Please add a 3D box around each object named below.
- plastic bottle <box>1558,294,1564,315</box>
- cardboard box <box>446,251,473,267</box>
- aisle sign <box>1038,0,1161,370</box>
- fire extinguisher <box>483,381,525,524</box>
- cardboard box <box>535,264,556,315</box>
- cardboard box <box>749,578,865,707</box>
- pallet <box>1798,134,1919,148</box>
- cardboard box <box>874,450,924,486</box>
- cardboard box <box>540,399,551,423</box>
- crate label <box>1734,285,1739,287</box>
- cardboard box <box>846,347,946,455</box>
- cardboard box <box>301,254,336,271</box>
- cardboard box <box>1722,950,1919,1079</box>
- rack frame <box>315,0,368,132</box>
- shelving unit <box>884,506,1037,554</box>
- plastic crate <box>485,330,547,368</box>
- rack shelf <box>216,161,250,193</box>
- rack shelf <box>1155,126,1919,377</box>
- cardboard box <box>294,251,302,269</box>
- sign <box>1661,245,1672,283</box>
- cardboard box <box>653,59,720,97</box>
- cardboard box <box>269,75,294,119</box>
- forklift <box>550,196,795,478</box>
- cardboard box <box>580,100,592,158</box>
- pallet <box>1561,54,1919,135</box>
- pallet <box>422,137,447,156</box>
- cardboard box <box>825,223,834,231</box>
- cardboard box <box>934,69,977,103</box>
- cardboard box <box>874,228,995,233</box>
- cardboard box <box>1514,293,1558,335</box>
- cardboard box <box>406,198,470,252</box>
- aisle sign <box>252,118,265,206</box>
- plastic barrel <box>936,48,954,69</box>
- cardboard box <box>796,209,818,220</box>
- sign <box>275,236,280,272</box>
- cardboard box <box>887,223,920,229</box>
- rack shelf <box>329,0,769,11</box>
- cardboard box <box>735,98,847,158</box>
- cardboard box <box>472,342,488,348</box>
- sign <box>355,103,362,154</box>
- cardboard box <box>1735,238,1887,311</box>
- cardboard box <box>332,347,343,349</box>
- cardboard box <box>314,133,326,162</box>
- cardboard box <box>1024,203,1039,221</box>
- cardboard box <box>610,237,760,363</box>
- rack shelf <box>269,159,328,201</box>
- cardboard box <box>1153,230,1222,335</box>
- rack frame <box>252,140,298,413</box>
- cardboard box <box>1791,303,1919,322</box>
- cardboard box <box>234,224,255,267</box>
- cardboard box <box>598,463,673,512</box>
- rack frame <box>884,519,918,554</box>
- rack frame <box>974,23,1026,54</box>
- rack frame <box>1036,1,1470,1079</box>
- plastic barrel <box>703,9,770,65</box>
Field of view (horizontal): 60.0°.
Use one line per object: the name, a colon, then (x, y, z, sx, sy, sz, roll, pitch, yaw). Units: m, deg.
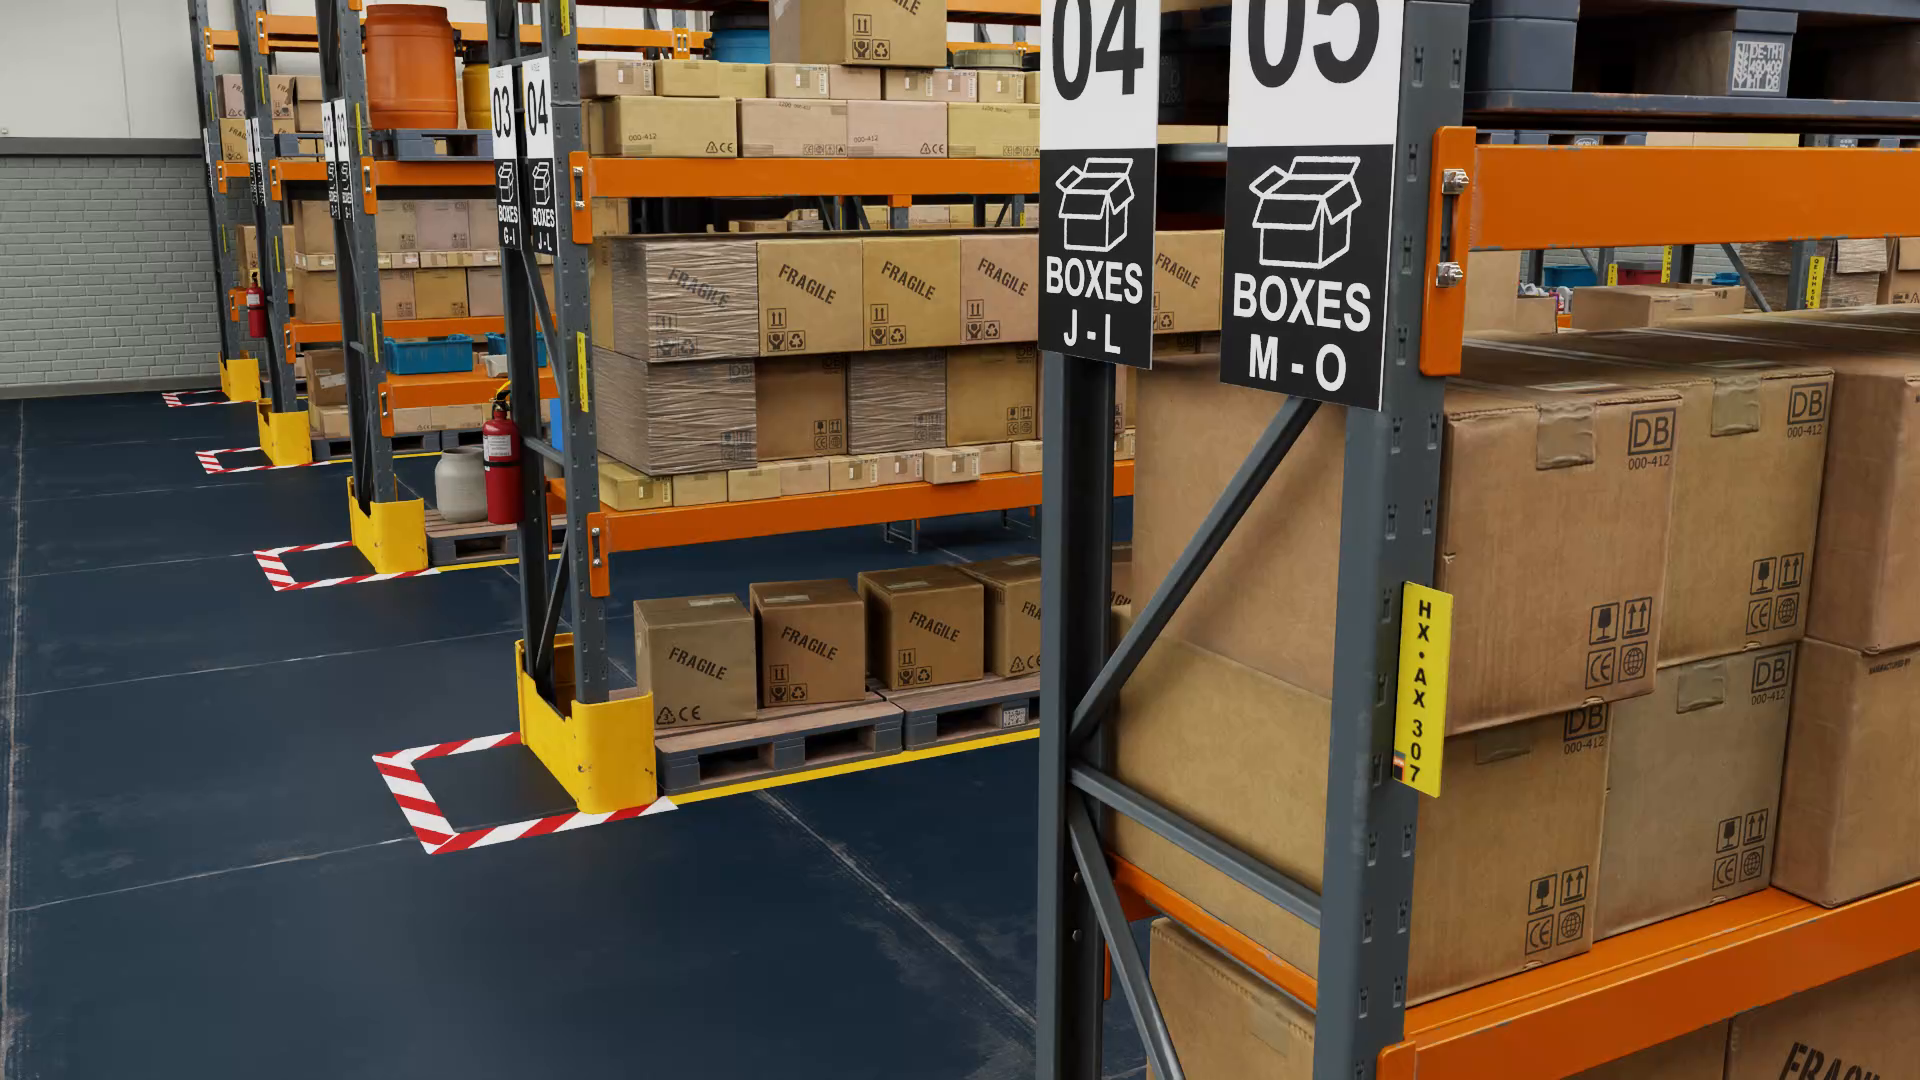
plastic bottle: (6.051, -2.379, 16.801, 0.097, 0.201, 0.097, 0, 13, 0)
cardboard box: (-4.995, -2.791, 16.472, 0.250, 0.149, 0.380, -7, 14, -29)
aisle sign: (0.253, -0.732, 3.111, 0.004, 0.787, 0.394, -7, 14, -28)
fire extinguisher: (-2.150, -0.419, 7.817, 0.183, 0.674, 0.296, -7, 14, -28)
cardboard box: (-4.350, -2.603, 17.115, 0.500, 0.500, 0.700, -7, 14, -27)
cardboard box: (-0.764, 0.502, 8.282, 0.500, 0.500, 0.500, -3, 13, -13)
pallet: (5.733, -2.671, 11.245, 1.003, 0.211, 1.213, -6, 14, -25)
cardboard box: (-0.370, -0.375, 8.014, 0.250, 0.149, 0.380, -7, 14, -28)
cardboard box: (-4.239, -1.377, 17.202, 0.500, 0.250, 0.500, -7, 14, -28)
crate label: (8.719, -2.736, 18.400, 0.243, 0.136, 0.396, -7, 14, -28)
cardboard box: (-0.492, -0.747, 8.190, 0.500, 0.500, 0.875, -7, 14, -28)
cardboard box: (-6.124, -2.655, 15.869, 0.250, 0.149, 0.380, -7, 14, -28)
cardboard box: (1.794, 1.241, 4.146, 0.875, 0.875, 0.875, -7, 15, -29)
rack frame: (-4.202, -4.262, 11.050, 0.127, 3.000, 1.000, -7, 14, -28)
shelving unit: (0.006, -0.549, 12.489, 1.048, 1.125, 0.538, -7, 14, -28)
plastic crate: (-3.333, -1.440, 12.514, 0.408, 0.251, 0.499, -7, 14, -28)
rack shelf: (-7.193, -4.567, 20.877, 4.000, 0.370, 1.077, -7, 14, -28)
rack shelf: (2.215, -0.737, 3.857, 4.000, 0.370, 1.077, -7, 14, -28)
cardboard box: (-6.328, -2.732, 16.211, 0.250, 0.149, 0.380, -7, 15, -29)
sign: (4.924, -1.893, 11.553, 0.005, 0.325, 0.100, -7, 14, -28)
cardboard box: (-1.202, -1.958, 7.080, 0.250, 0.149, 0.380, -6, 14, -27)
cardboard box: (-8.030, -5.291, 19.903, 0.500, 0.500, 0.500, -7, 14, -29)
forklift: (-2.107, -2.016, 14.892, 3.031, 2.935, 1.130, -8, 15, -33)
cardboard box: (-1.527, -1.870, 7.597, 0.500, 0.250, 0.500, -6, 14, -27)
pallet: (2.177, -1.043, 3.783, 1.213, 0.211, 1.003, -7, 14, -28)
pallet: (-4.867, -3.909, 16.515, 1.213, 0.211, 1.003, -7, 14, -28)
cardboard box: (-1.639, -4.390, 24.332, 0.500, 0.500, 0.500, -7, 14, -28)
cardboard box: (-0.122, -2.115, 7.777, 0.250, 0.149, 0.380, -7, 14, -28)
cardboard box: (-0.145, -1.324, 8.479, 0.500, 0.500, 0.500, -7, 14, -28)
cardboard box: (3.160, -1.257, 10.169, 0.637, 0.503, 0.797, -5, 14, -22)
cardboard box: (-5.209, -3.133, 16.517, 0.500, 0.500, 0.700, -7, 14, -28)
aisle sign: (-6.483, -3.492, 15.373, 0.004, 0.787, 0.394, -7, 14, -28)
plastic barrel: (-0.349, -3.559, 13.618, 0.708, 0.901, 0.600, -7, 14, -28)
cardboard box: (-2.215, -4.623, 23.614, 0.250, 0.149, 0.380, -9, 16, -35)
sign: (-6.311, -2.643, 15.370, 0.005, 0.325, 0.100, -7, 14, -28)
cardboard box: (-0.914, -4.344, 24.131, 0.500, 0.500, 0.500, -6, 14, -26)
rack shelf: (-2.446, -3.926, 12.108, 4.000, 0.370, 1.077, -7, 14, -28)
cardboard box: (-0.832, -1.827, 7.405, 0.500, 0.250, 0.500, -7, 15, -29)
cardboard box: (-4.934, -1.793, 17.343, 0.500, 0.500, 0.500, -7, 14, -28)
sign: (-3.942, -2.696, 10.905, 0.005, 0.325, 0.100, -7, 14, -28)
cardboard box: (5.843, -1.834, 11.414, 0.637, 0.503, 0.797, -6, 14, -26)
cardboard box: (-7.798, -2.262, 20.952, 0.500, 0.311, 0.500, -6, 14, -23)
cardboard box: (-7.593, -4.858, 20.258, 0.500, 0.500, 0.500, -6, 14, -25)
cardboard box: (1.297, -4.978, 25.236, 0.500, 0.250, 0.500, -6, 14, -26)
cardboard box: (-1.215, -1.067, 7.338, 0.500, 0.500, 0.500, -7, 14, -28)
rack shelf: (-4.817, -3.613, 16.636, 4.000, 0.370, 1.077, -7, 14, -28)
cardboard box: (0.981, -1.330, 8.503, 0.500, 0.500, 0.500, -7, 14, -28)
rack frame: (-6.572, -2.290, 15.952, 0.127, 3.000, 1.000, -7, 14, -28)
cardboard box: (2.663, -0.292, 4.273, 0.550, 0.550, 0.875, -7, 14, -28)
cardboard box: (-8.637, -3.637, 20.526, 0.500, 0.500, 0.500, -7, 14, -28)
cardboard box: (-1.464, -0.242, 7.424, 0.250, 0.149, 0.380, -7, 14, -28)
rack frame: (-0.440, -0.496, 12.251, 0.032, 1.125, 0.500, -7, 14, -28)
rack frame: (0.450, -6.058, 19.033, 0.127, 3.000, 1.000, -7, 14, -28)
rack frame: (0.459, 0.586, 3.173, 0.127, 3.000, 1.000, -7, 14, -28)
plastic barrel: (-1.616, -3.584, 12.774, 0.708, 0.901, 0.600, -7, 14, -28)
